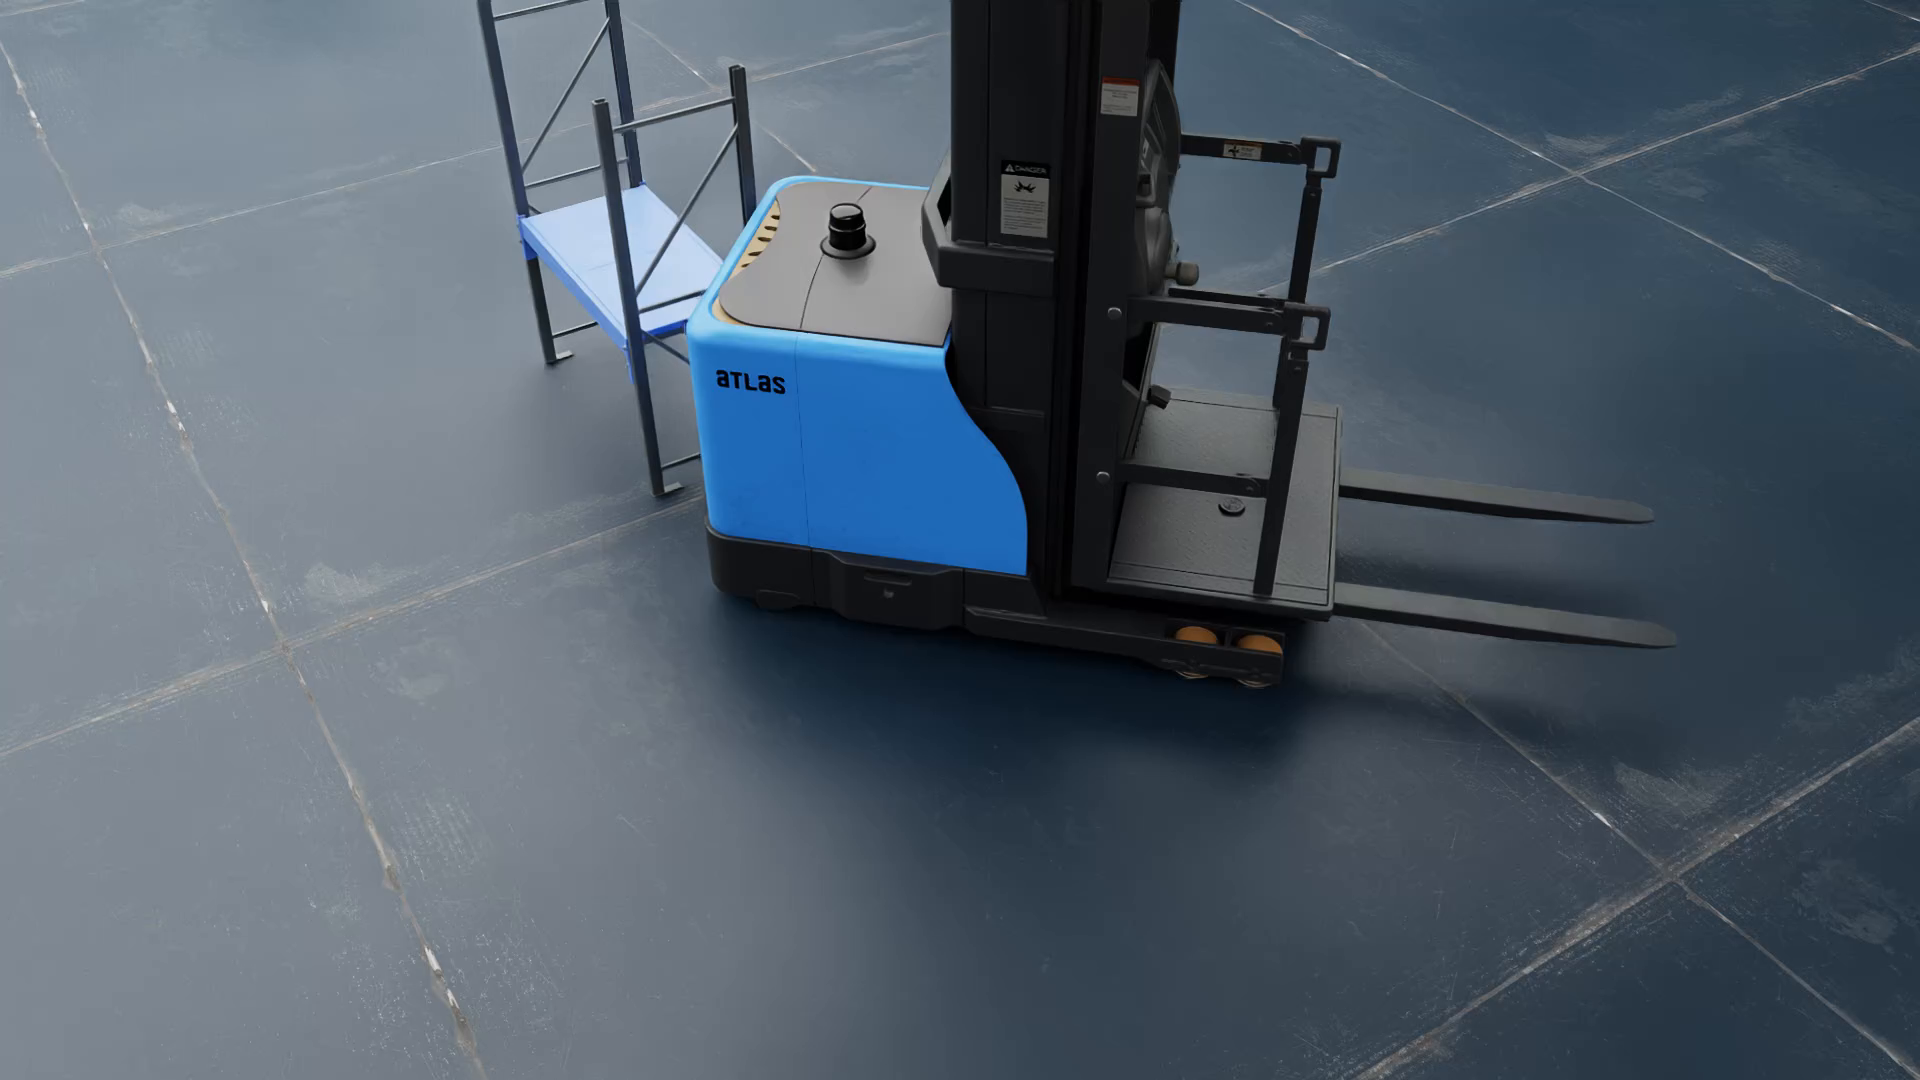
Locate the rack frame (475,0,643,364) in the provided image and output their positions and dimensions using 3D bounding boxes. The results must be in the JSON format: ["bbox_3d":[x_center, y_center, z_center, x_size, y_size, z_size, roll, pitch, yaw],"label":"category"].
[{"bbox_3d":[-1.434,-1.367,6.219,0.500,1.500,0.032,-22,45,-24],"label":"rack frame"}]

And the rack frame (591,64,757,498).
[{"bbox_3d":[-0.888,-0.818,5.560,0.500,1.500,0.032,-22,45,-24],"label":"rack frame"}]

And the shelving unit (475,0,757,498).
[{"bbox_3d":[-1.161,-1.093,5.890,0.538,1.500,1.048,-22,45,-24],"label":"shelving unit"}]

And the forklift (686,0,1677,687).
[{"bbox_3d":[0.749,-1.039,4.707,3.031,2.935,1.130,7,40,9],"label":"forklift"}]

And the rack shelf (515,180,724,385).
[{"bbox_3d":[-1.161,-0.954,6.005,0.538,0.185,1.000,-22,45,-24],"label":"rack shelf"}]
